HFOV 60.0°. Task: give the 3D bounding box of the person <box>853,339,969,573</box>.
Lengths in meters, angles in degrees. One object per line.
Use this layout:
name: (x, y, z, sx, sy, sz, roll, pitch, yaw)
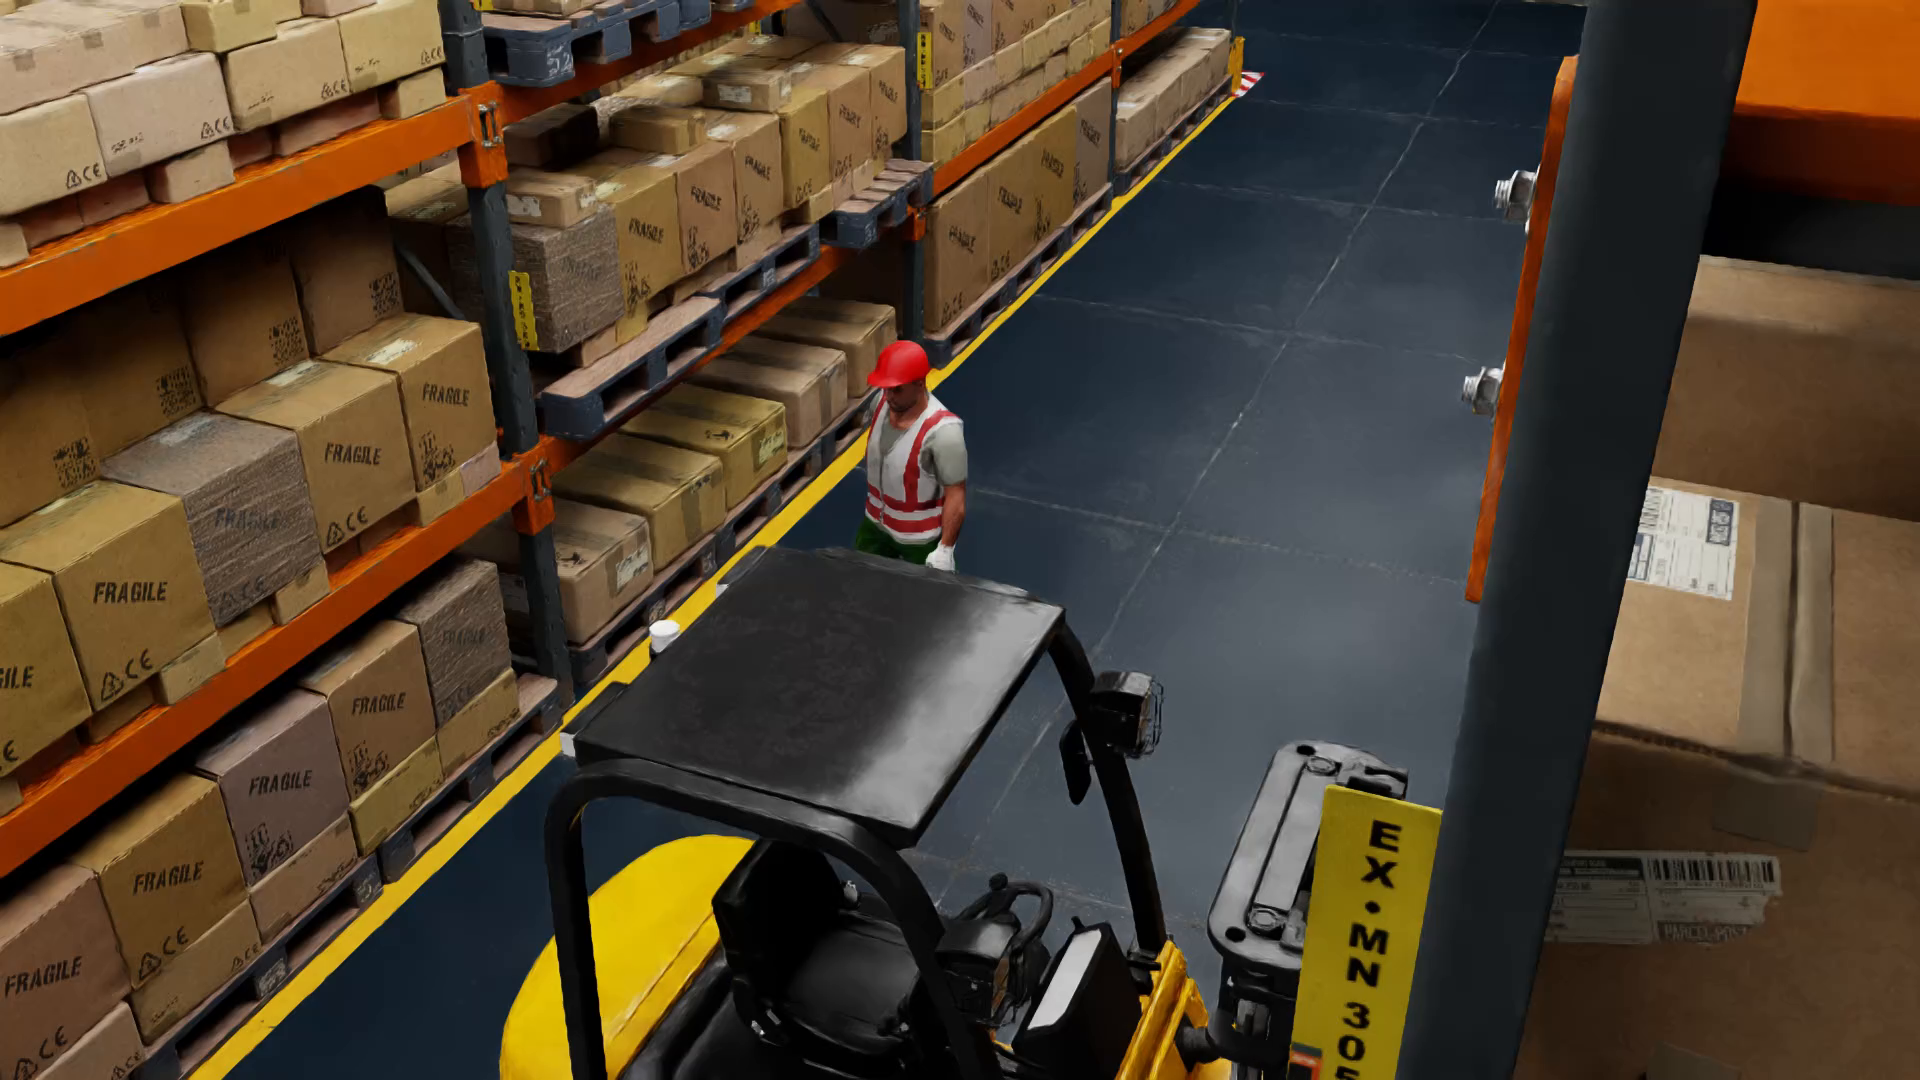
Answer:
person: (-0.286, -0.058, 7.172, 0.631, 1.769, 0.715, -24, 37, -36)
